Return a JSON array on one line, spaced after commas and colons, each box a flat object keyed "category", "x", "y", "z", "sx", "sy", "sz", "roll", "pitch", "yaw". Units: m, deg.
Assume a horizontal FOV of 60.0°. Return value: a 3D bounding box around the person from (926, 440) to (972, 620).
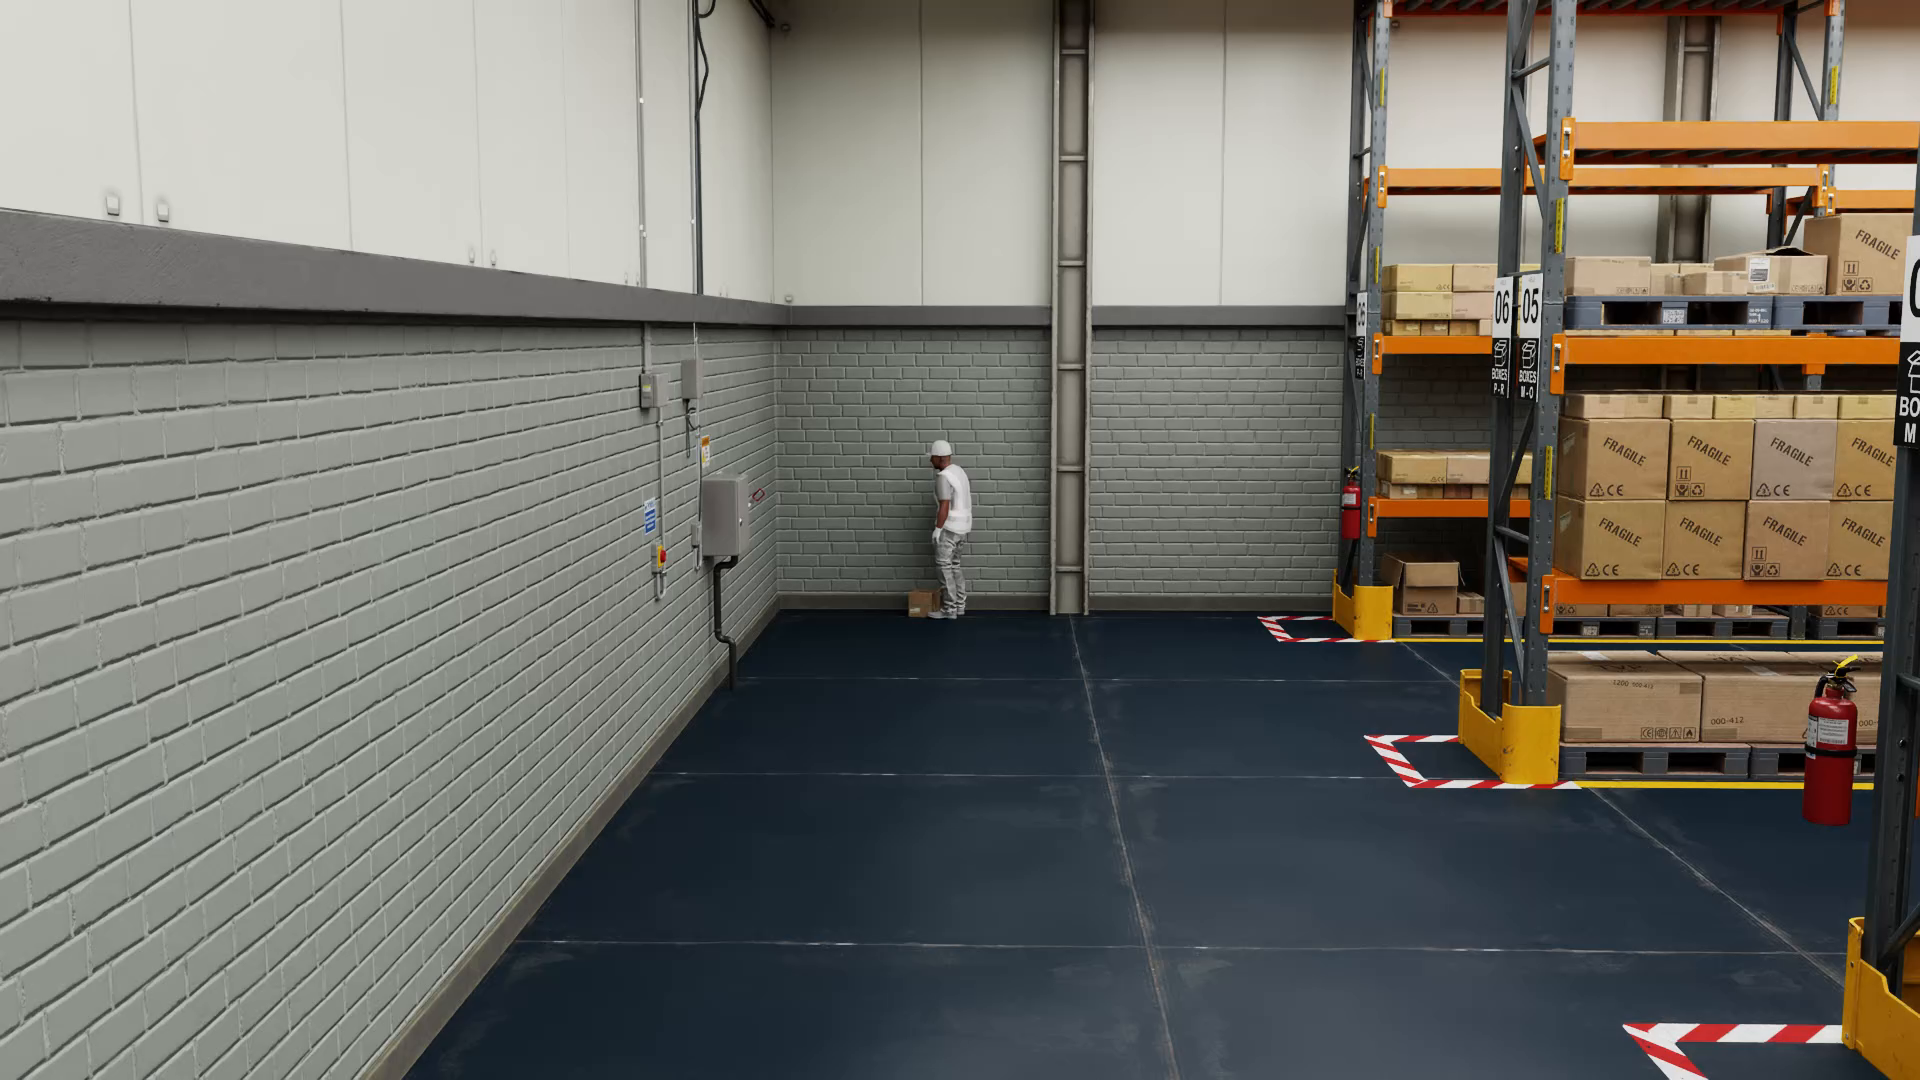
[{"category": "person", "x": -0.119, "y": -0.108, "z": 16.588, "sx": 0.449, "sy": 1.773, "sz": 0.614, "roll": 3, "pitch": 8, "yaw": 19}]
